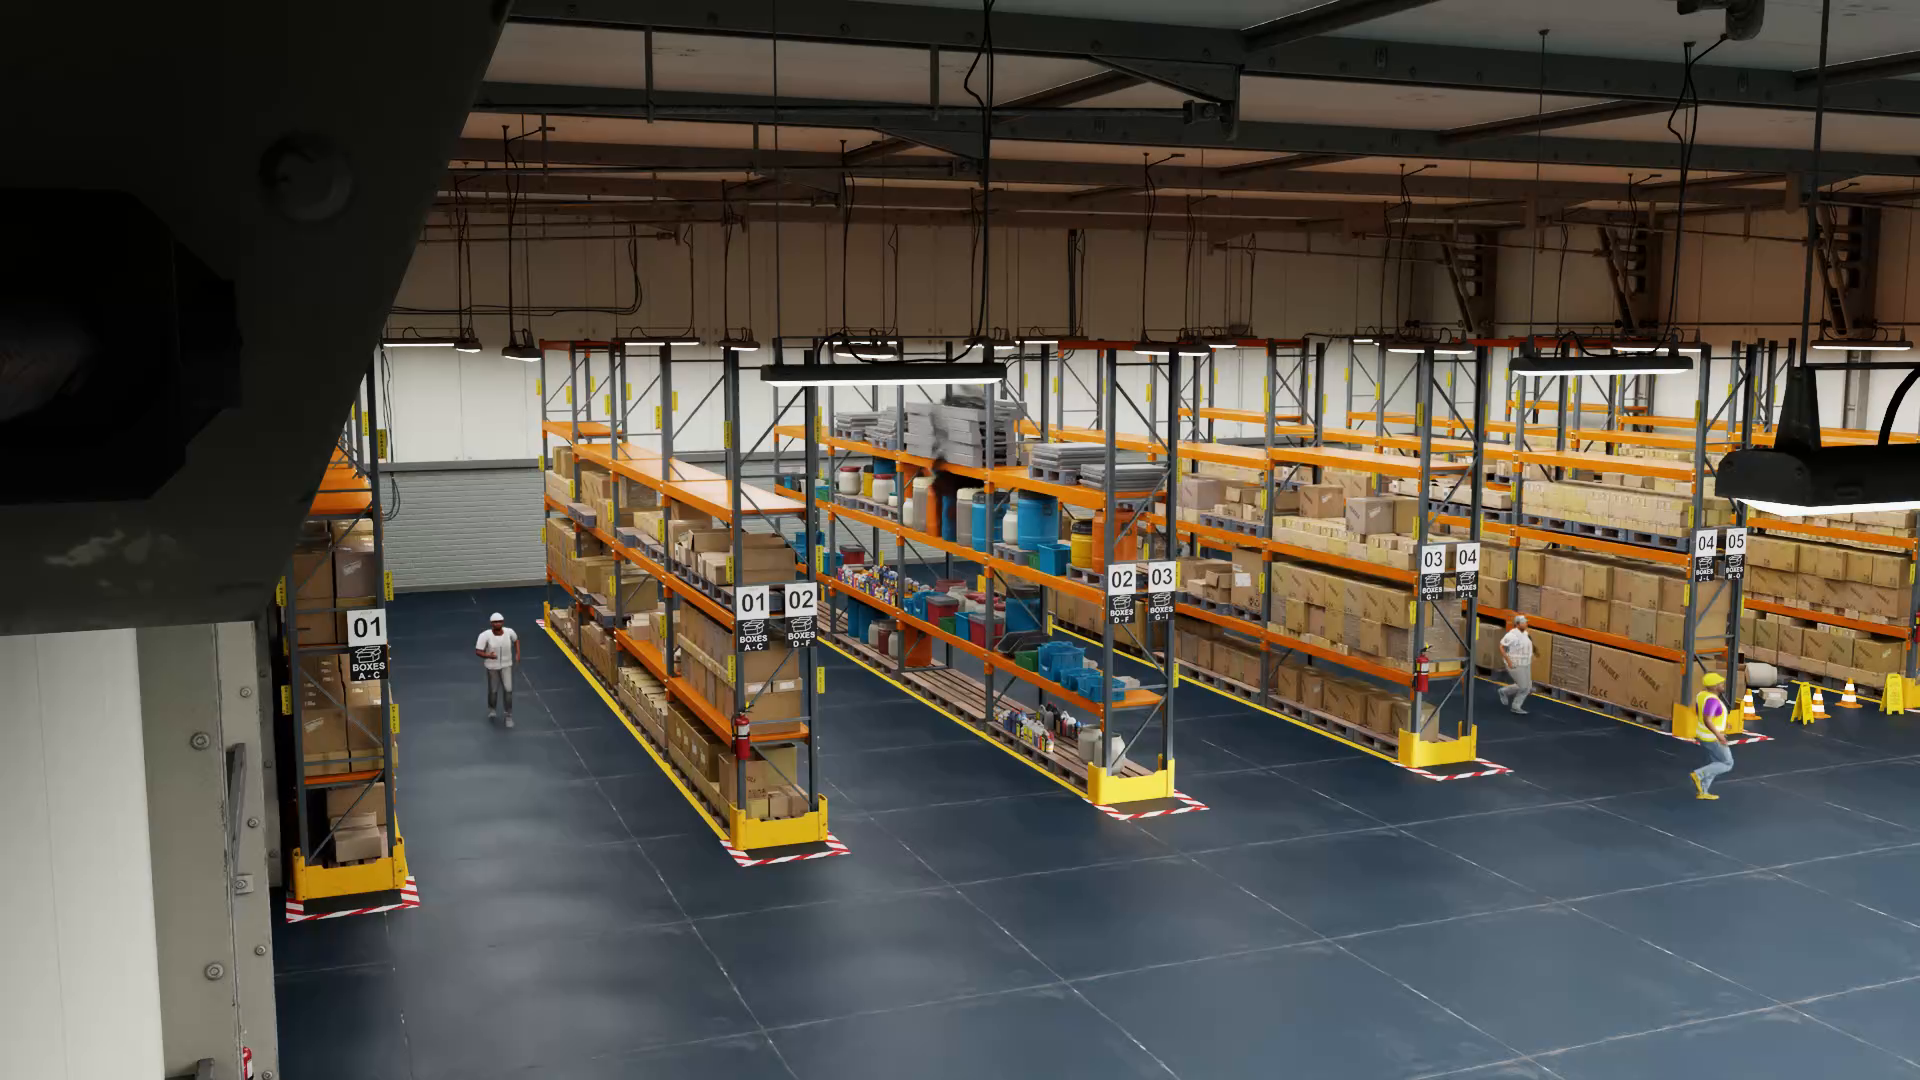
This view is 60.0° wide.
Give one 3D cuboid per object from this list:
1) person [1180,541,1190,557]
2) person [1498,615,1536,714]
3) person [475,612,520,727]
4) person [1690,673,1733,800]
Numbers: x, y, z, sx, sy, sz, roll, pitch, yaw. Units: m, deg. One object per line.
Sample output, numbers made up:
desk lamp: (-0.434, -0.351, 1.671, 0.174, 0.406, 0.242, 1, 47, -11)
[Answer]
person: (5.773, 0.061, 41.715, 0.552, 1.709, 0.712, 2, 8, 16)
person: (9.108, 2.024, 27.023, 0.619, 1.617, 0.489, -6, 9, -38)
person: (-7.298, 2.054, 26.335, 0.724, 1.848, 0.757, -4, 8, -26)
person: (10.002, 2.615, 22.106, 0.577, 1.719, 0.716, 1, 7, 6)
